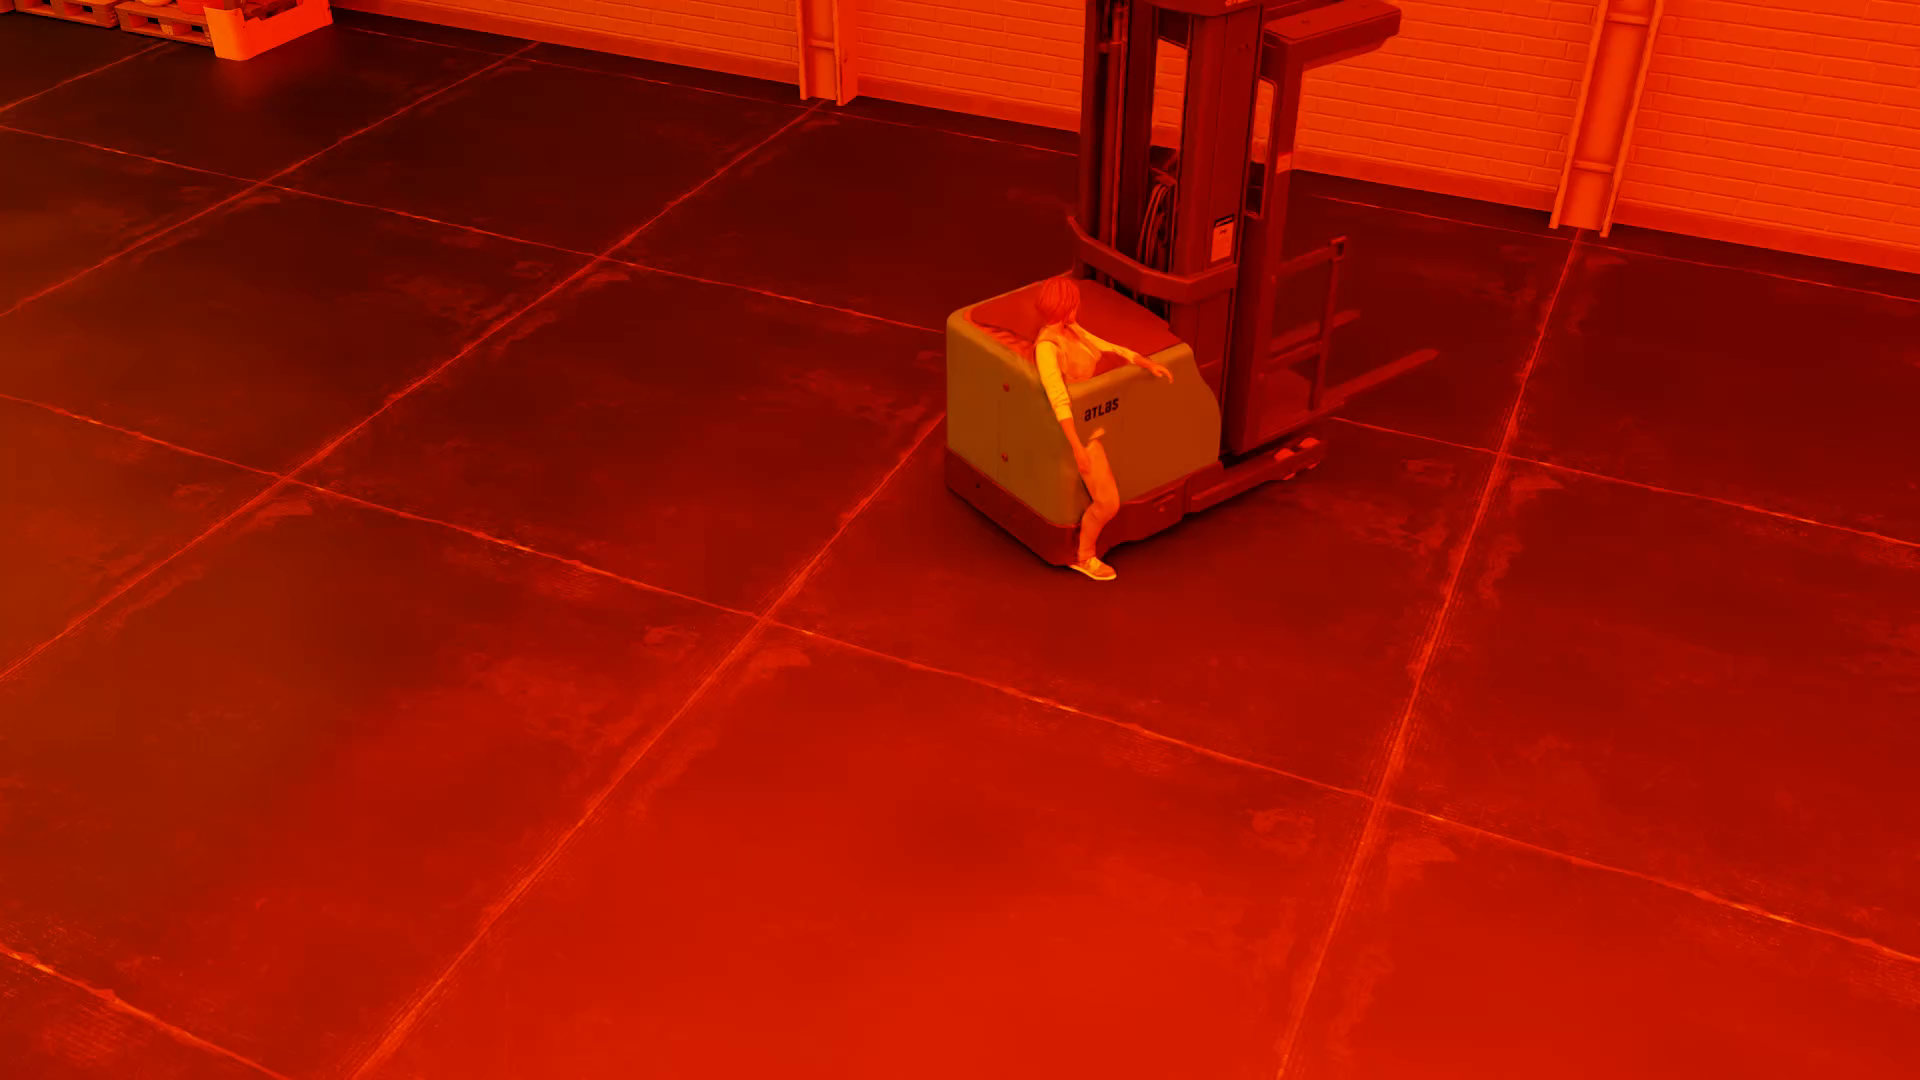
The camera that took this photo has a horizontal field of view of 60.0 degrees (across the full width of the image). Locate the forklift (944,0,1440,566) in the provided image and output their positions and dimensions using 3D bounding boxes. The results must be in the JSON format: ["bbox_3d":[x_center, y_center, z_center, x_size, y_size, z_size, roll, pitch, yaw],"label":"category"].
[{"bbox_3d":[1.404,-1.745,8.534,3.031,2.935,1.130,-23,42,-29],"label":"forklift"}]

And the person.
[{"bbox_3d":[0.615,-0.505,8.075,0.774,1.448,0.752,4,36,6],"label":"person"}]
